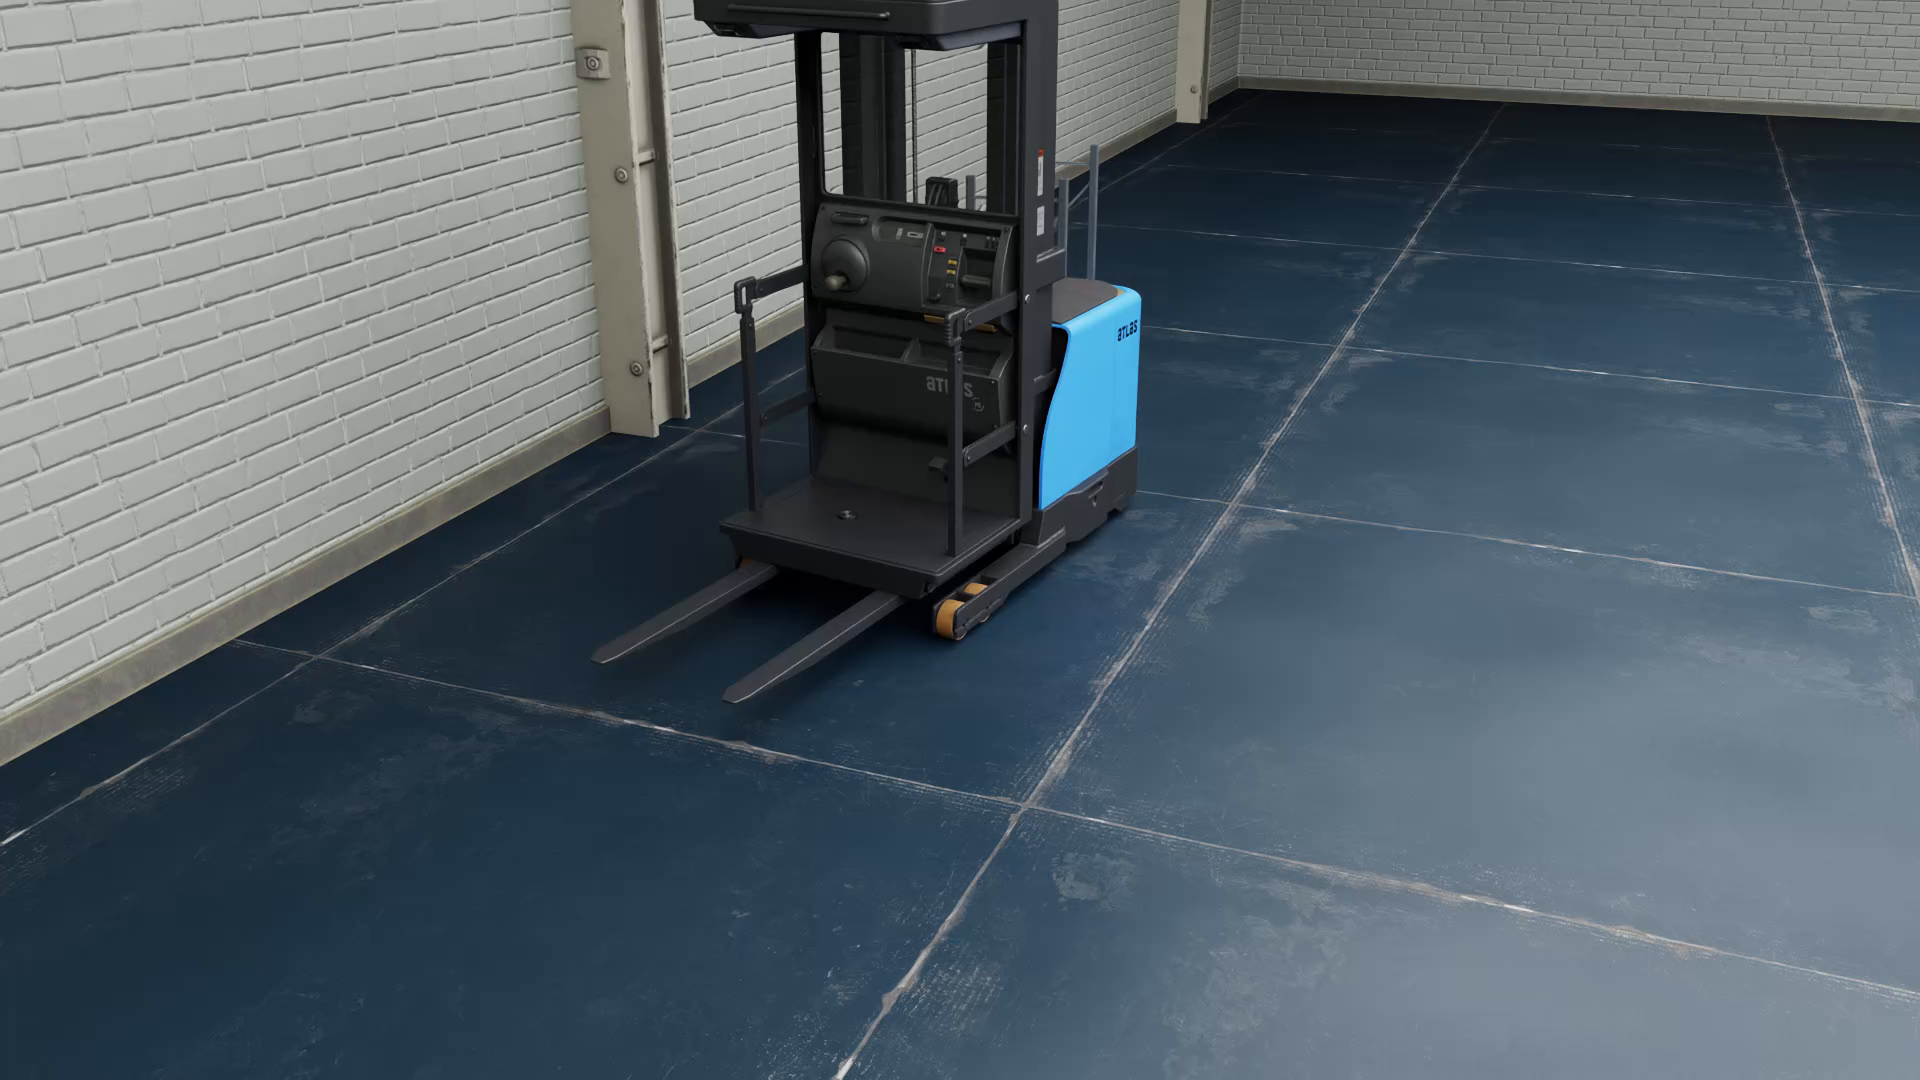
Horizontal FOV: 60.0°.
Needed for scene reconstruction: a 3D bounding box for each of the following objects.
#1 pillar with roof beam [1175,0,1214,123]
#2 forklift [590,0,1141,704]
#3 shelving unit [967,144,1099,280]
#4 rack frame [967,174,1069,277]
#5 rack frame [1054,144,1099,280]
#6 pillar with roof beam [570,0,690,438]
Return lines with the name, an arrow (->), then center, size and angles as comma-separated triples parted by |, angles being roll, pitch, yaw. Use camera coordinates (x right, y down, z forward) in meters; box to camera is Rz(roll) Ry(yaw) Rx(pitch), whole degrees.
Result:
pillar with roof beam -> 6.713, -8.483, 16.383 | 9.100, 9.000, 0.400 | 9, 24, 20
forklift -> -0.314, -1.145, 6.689 | 1.130, 2.935, 3.031 | 13, 26, 28
shelving unit -> 0.391, -1.264, 8.831 | 0.538, 1.500, 1.048 | 5, 23, 12
rack frame -> 0.279, -1.073, 8.374 | 0.500, 1.500, 0.032 | 5, 23, 12
rack frame -> 0.503, -1.456, 9.289 | 0.500, 1.500, 0.032 | 5, 23, 12
pillar with roof beam -> 2.255, -4.189, 6.103 | 9.100, 9.000, 0.400 | 9, 24, 20
